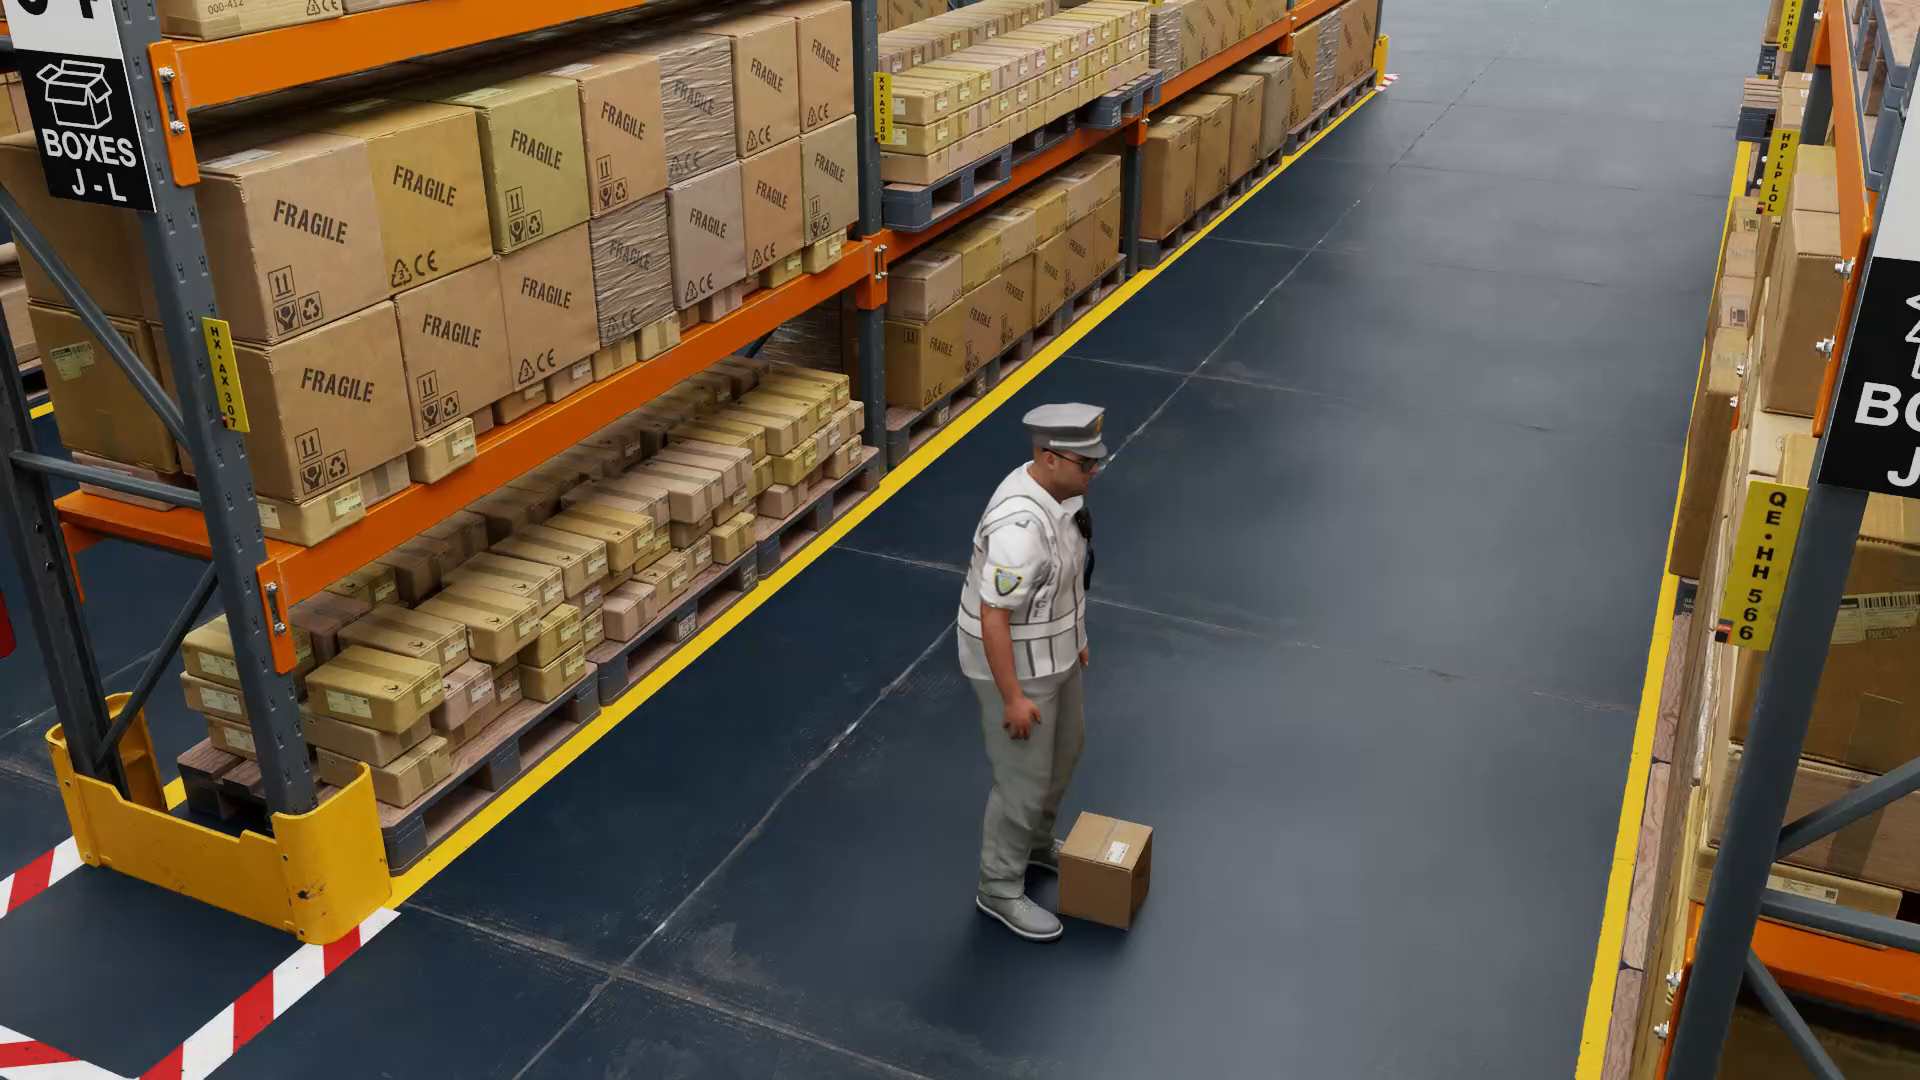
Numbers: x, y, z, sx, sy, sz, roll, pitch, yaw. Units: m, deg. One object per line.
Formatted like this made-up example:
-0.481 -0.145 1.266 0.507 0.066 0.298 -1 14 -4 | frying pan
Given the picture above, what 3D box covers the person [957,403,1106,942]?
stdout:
0.230 0.385 5.313 0.436 1.748 0.586 12 28 22 | person
